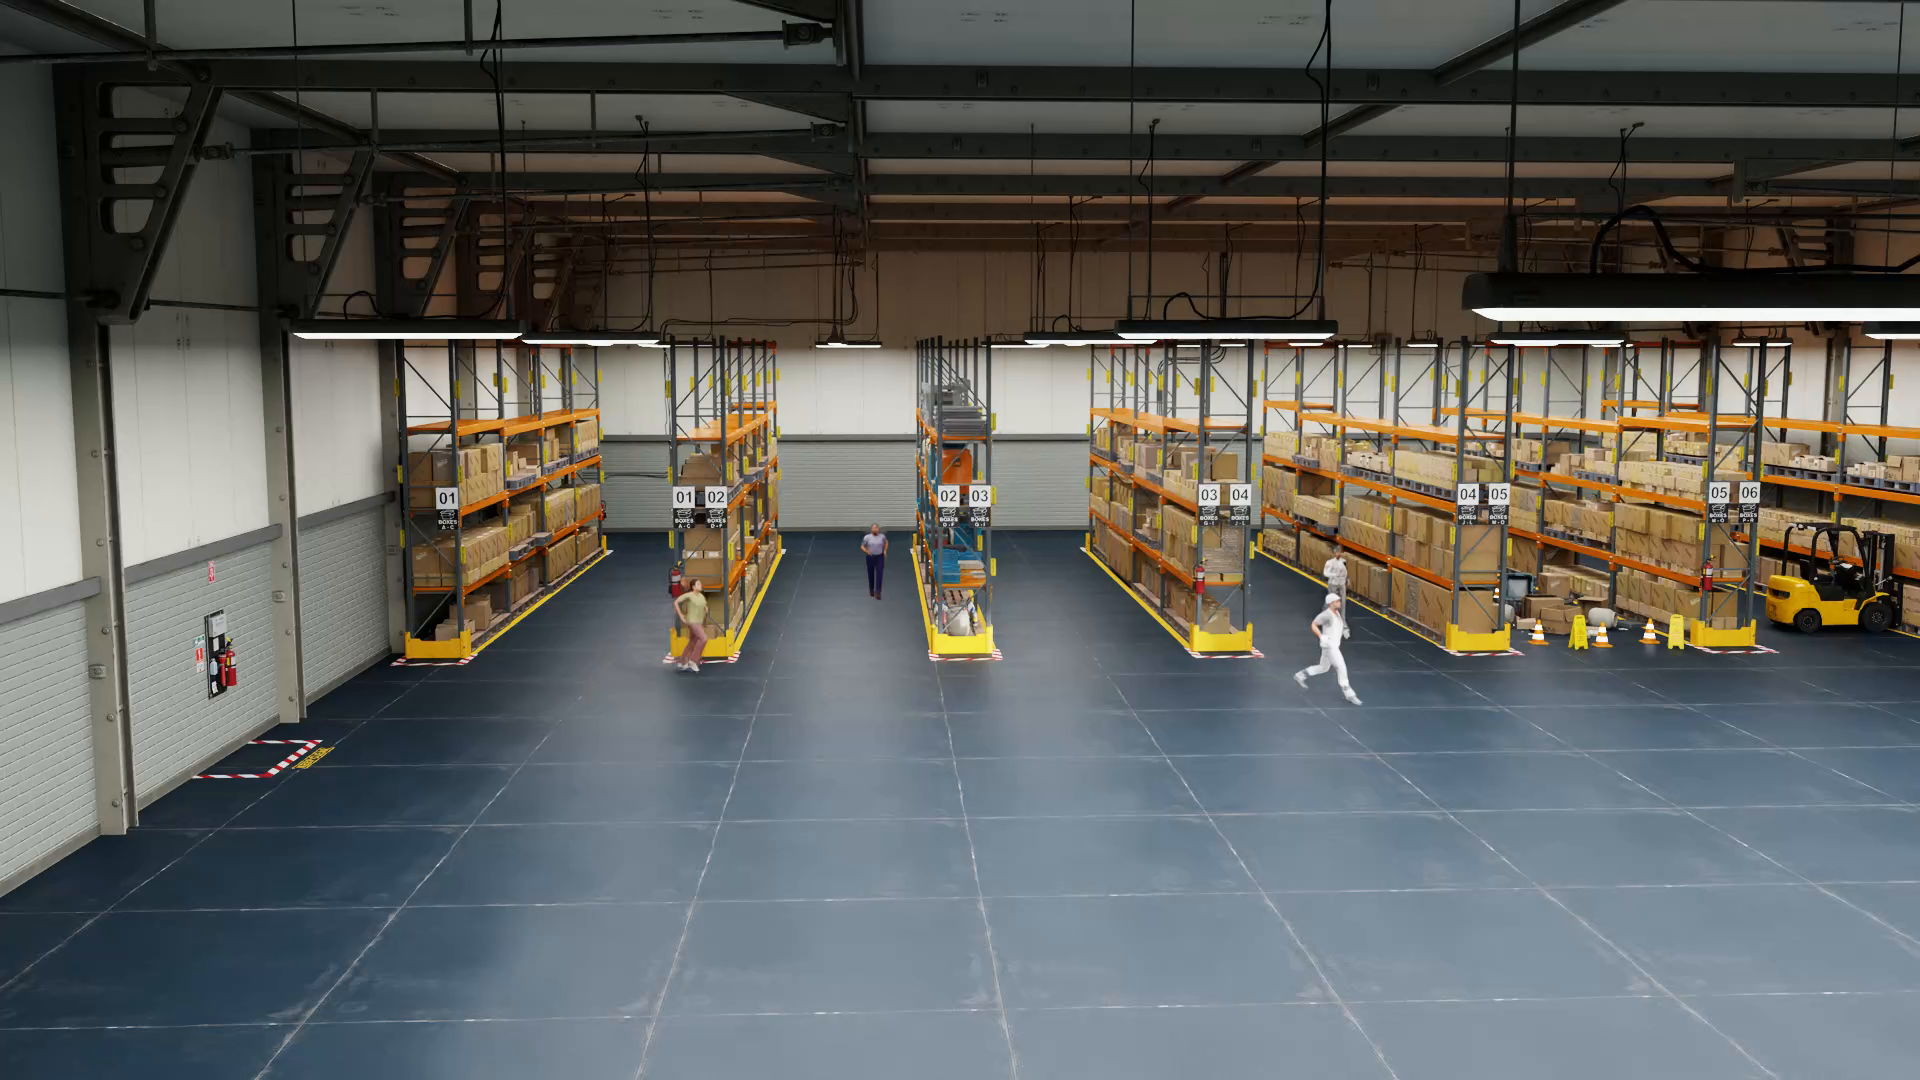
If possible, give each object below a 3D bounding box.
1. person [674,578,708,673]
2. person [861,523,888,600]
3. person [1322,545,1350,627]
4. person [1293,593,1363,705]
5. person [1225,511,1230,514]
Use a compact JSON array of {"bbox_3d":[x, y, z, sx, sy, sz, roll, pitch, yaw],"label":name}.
[{"bbox_3d":[-4.760,1.513,29.845,0.664,1.664,0.568,3,7,23],"label":"person"},{"bbox_3d":[-1.873,0.461,36.714,0.613,1.653,0.833,-1,7,-6],"label":"person"},{"bbox_3d":[7.858,0.936,34.673,0.617,1.673,0.923,-1,7,-11],"label":"person"},{"bbox_3d":[6.043,1.753,27.235,1.172,1.789,0.623,3,7,22],"label":"person"},{"bbox_3d":[7.437,-0.453,47.325,0.602,1.653,0.868,2,7,16],"label":"person"}]
